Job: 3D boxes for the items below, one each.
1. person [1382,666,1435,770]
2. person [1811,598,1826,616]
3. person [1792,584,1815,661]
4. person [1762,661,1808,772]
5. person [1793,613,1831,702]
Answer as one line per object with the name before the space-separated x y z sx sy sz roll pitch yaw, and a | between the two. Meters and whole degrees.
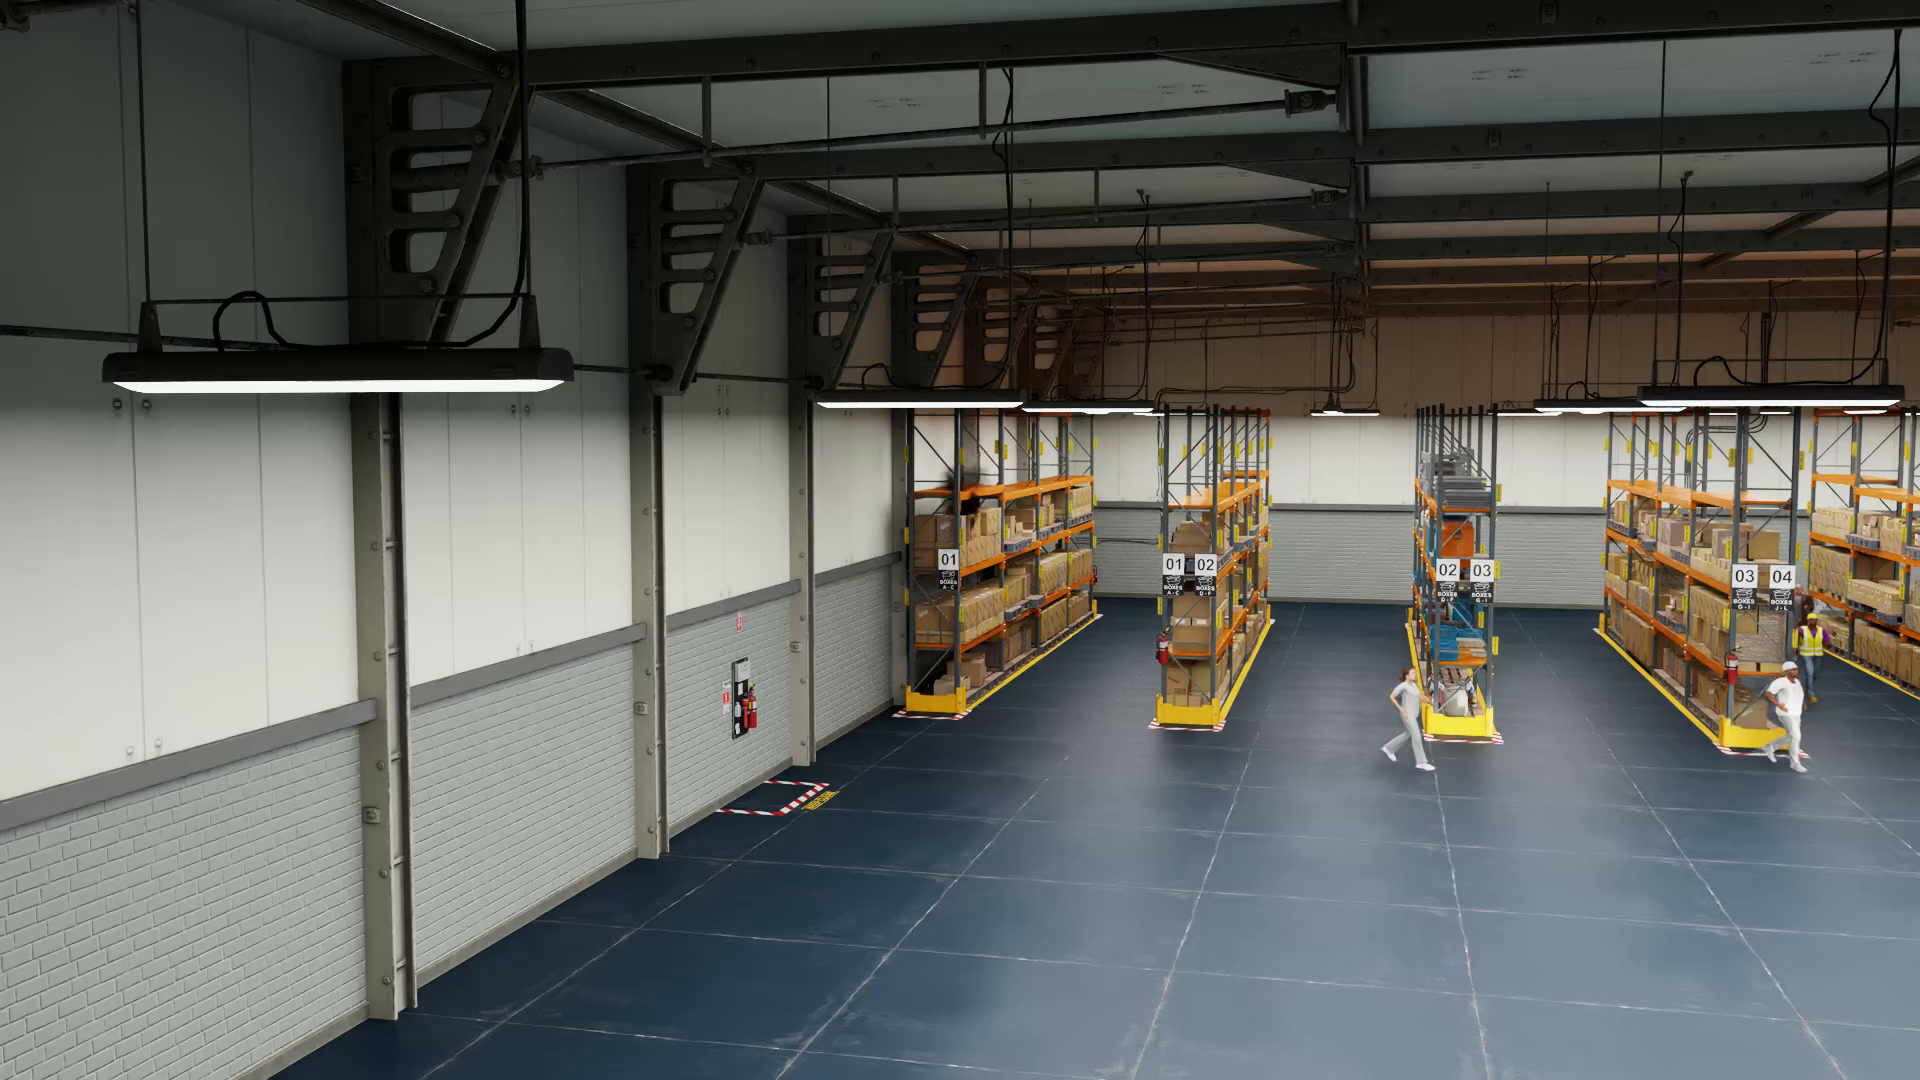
person | 7.337 2.884 27.192 0.970 1.651 0.565 4 5 40
person | 22.938 1.636 44.312 0.633 1.759 0.691 1 4 13
person | 19.982 1.960 39.637 0.669 1.852 0.866 1 4 16
person | 13.581 2.875 27.277 0.753 1.783 0.816 -2 5 -30
person | 17.290 2.356 33.765 0.702 1.751 0.990 0 4 6
